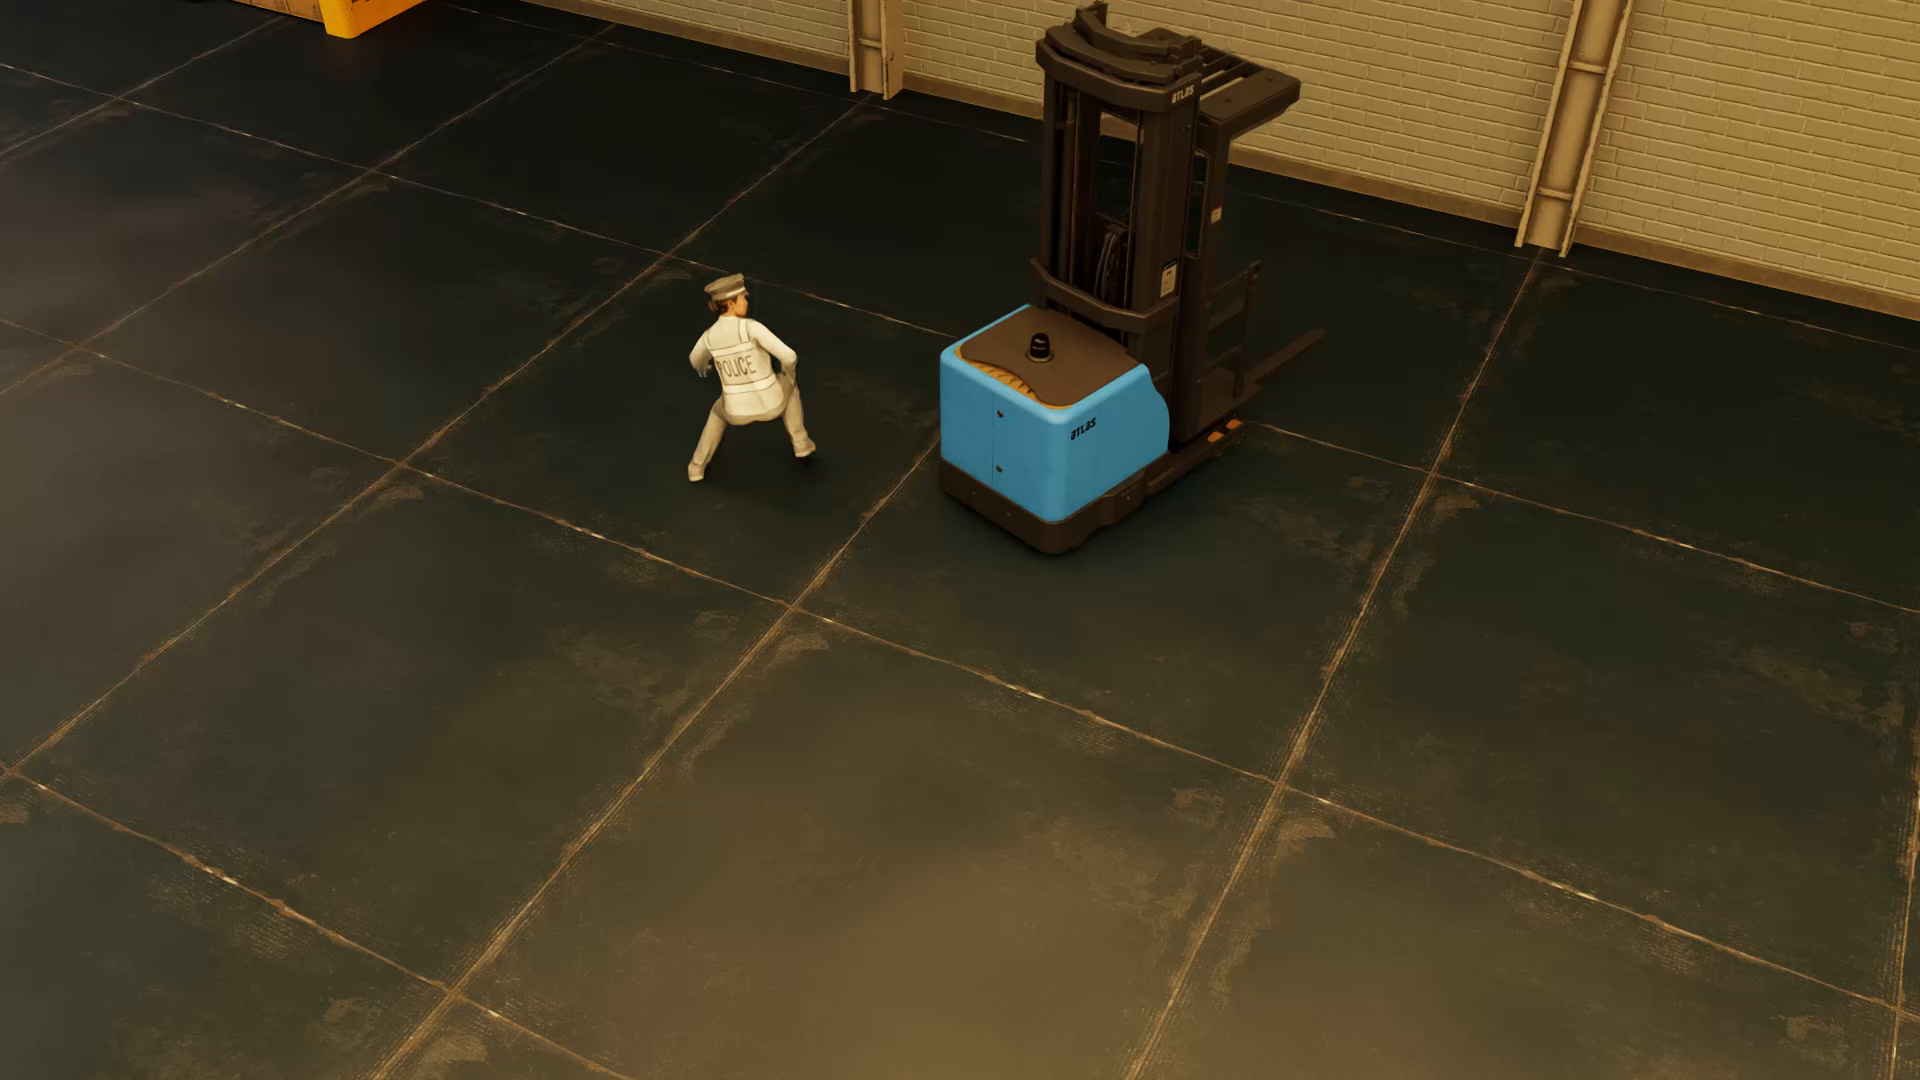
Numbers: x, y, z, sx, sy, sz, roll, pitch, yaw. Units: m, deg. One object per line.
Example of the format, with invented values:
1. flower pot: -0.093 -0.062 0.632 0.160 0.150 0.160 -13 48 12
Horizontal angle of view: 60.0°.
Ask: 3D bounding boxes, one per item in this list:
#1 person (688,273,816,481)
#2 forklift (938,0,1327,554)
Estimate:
1. person: -1.357 -0.977 10.356 0.839 1.469 0.655 3 40 3
2. forklift: 1.263 -1.878 10.217 3.031 2.935 1.130 -33 50 -33
